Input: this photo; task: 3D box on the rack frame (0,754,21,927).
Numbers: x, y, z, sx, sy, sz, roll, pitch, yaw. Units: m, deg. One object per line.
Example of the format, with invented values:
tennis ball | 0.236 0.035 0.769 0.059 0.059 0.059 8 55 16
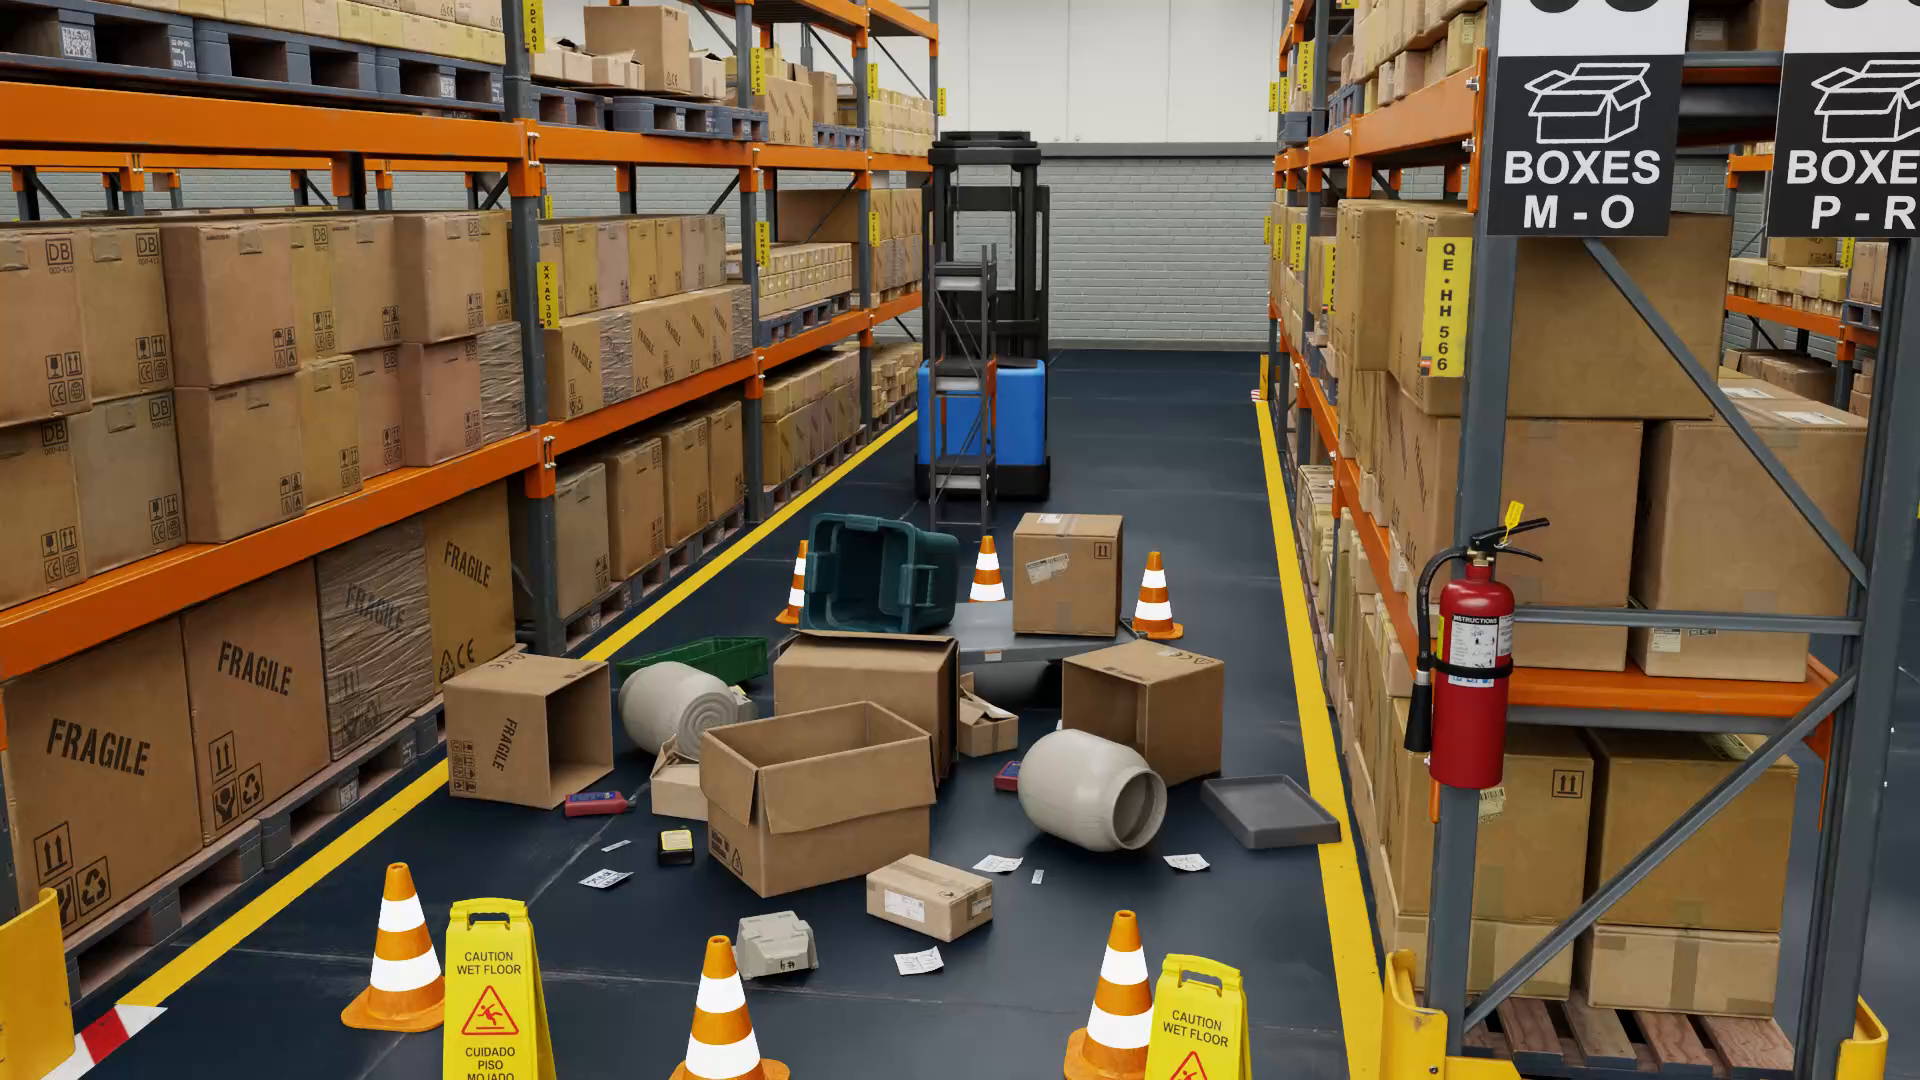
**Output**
rack frame | -3.219 0.057 4.610 1.000 3.000 0.127 2 12 9

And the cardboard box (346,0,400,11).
cardboard box | -2.583 -2.248 6.602 0.500 0.250 0.500 2 12 8

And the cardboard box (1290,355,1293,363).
cardboard box | 4.013 -1.756 18.106 0.875 0.438 0.875 2 12 10

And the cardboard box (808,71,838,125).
cardboard box | -1.540 -4.086 15.480 0.700 0.500 0.500 2 12 9

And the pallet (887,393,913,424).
pallet | -1.120 -1.474 18.330 1.003 0.211 1.213 2 12 9

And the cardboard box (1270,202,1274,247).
cardboard box | 3.793 -3.581 18.881 0.500 0.500 0.500 2 12 7

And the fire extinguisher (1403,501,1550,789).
fire extinguisher | 1.215 0.243 3.930 0.296 0.674 0.183 2 12 9

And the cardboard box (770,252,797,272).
cardboard box | -1.564 -2.290 13.687 0.380 0.149 0.250 2 12 11

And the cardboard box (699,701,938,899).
cardboard box | -0.544 0.969 6.303 0.797 0.503 0.637 -7 14 -30

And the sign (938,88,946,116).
sign | -0.213 -5.151 19.552 0.100 0.325 0.005 2 12 9

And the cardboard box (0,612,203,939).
cardboard box | -3.180 0.747 5.454 0.875 0.875 0.875 2 12 9

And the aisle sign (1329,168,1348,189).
aisle sign | 4.466 -4.410 19.167 0.394 0.787 0.004 2 12 9

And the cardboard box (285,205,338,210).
cardboard box | -6.349 -3.029 16.310 0.797 0.503 0.637 2 12 7

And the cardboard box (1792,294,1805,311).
cardboard box | 8.351 -2.311 16.194 0.380 0.149 0.250 2 12 8

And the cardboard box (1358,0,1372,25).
cardboard box | 1.932 -2.315 7.198 0.380 0.149 0.250 2 12 8

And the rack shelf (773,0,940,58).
rack shelf | -1.066 -5.437 17.577 1.077 0.370 4.000 2 12 9

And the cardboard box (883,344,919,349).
cardboard box | -0.684 -2.207 19.474 0.380 0.149 0.250 2 12 10

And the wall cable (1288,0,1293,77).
wall cable | 4.745 -7.260 24.323 0.463 3.000 0.029 2 12 9

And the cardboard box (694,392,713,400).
cardboard box | -2.142 -1.109 13.177 0.500 0.250 0.500 2 12 7

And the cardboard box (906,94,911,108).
cardboard box | -0.747 -4.762 18.072 0.380 0.149 0.250 2 12 10

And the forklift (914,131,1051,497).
forklift | 0.229 -2.047 14.532 1.130 2.935 3.031 1 12 2

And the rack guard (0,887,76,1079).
rack guard | -3.222 1.284 4.850 1.175 0.500 0.348 2 12 9

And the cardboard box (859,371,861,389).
cardboard box | -1.116 -1.609 16.696 0.380 0.149 0.250 2 12 11

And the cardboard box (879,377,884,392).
cardboard box | -1.005 -1.627 17.486 0.380 0.149 0.250 1 12 6

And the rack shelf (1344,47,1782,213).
rack shelf | 1.995 -1.335 5.655 1.077 0.370 4.000 2 12 9

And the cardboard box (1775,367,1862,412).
cardboard box | 8.537 -1.441 16.495 0.700 0.500 0.500 1 12 7

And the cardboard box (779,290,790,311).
cardboard box | -1.598 -1.946 13.502 0.380 0.149 0.250 2 12 11

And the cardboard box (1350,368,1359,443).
cardboard box | 1.906 -0.643 6.913 0.500 0.500 0.500 2 12 8

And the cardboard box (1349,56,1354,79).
cardboard box | 2.712 -2.668 9.886 0.797 0.503 0.637 2 12 9

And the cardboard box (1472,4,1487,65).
cardboard box | 1.466 -1.231 4.060 0.380 0.149 0.250 2 12 9

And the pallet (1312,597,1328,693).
pallet | 2.421 0.565 8.873 1.003 0.211 1.213 2 12 9

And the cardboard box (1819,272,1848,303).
cardboard box | 8.276 -2.328 15.324 0.500 0.250 0.500 2 12 10

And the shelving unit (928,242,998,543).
shelving unit | 0.025 -1.061 11.932 0.431 2.100 0.503 2 12 9

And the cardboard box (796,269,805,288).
cardboard box | -1.519 -2.199 13.969 0.380 0.149 0.250 2 12 8

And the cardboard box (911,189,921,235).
cardboard box | -0.732 -3.640 18.445 0.500 0.500 0.500 3 12 12

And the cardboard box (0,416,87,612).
cardboard box | -3.206 -0.095 4.959 0.875 0.550 0.550 2 12 9

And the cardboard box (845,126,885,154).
cardboard box | -1.041 -3.922 16.308 0.500 0.250 0.500 3 12 12

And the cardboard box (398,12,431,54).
cardboard box | -2.460 -2.128 6.989 0.380 0.149 0.250 2 12 9

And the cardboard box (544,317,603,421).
cardboard box | -2.257 -0.925 8.930 0.500 0.500 0.500 2 12 9

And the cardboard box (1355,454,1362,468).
cardboard box | 1.950 -0.404 7.345 0.380 0.149 0.250 2 12 10

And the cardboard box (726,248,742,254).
cardboard box | -2.086 -2.478 14.560 0.380 0.149 0.250 2 12 11

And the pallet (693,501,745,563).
pallet | -2.184 -0.084 11.881 1.003 0.211 1.213 2 12 9

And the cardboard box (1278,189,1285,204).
cardboard box | 3.540 -3.603 17.441 0.380 0.149 0.250 2 12 7

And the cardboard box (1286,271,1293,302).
cardboard box | 2.955 -2.071 13.655 0.500 0.250 0.500 2 12 7

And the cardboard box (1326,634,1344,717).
cardboard box | 1.946 0.616 7.543 0.500 0.250 0.500 1 12 6

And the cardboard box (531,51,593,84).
cardboard box | -2.199 -2.581 9.093 0.250 0.149 0.380 2 12 9

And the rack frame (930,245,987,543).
rack frame | -0.012 -1.010 11.696 0.400 2.100 0.015 2 12 9

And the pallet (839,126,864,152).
pallet | -1.573 -3.691 15.324 1.213 0.211 1.003 2 12 9

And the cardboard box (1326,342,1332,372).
cardboard box | 2.207 -0.997 9.100 0.380 0.149 0.250 2 12 9

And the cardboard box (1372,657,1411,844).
cardboard box | 1.630 0.685 5.447 0.500 0.500 0.500 2 12 11

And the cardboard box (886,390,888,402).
cardboard box | -0.975 -1.539 17.783 0.380 0.149 0.250 1 12 6

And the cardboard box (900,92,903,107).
cardboard box | -0.812 -4.653 17.567 0.380 0.149 0.250 2 12 7

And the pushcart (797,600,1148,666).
pushcart | 0.043 0.582 8.397 1.648 0.377 0.936 -2 12 -11

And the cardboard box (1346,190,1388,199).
cardboard box | 3.838 -3.214 15.636 0.380 0.149 0.250 2 12 8

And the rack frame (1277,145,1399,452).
rack frame | 3.533 -2.302 15.554 1.000 3.000 0.127 2 12 9

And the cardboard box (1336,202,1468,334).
cardboard box | 1.817 -1.026 6.316 0.700 0.500 0.500 2 12 7
